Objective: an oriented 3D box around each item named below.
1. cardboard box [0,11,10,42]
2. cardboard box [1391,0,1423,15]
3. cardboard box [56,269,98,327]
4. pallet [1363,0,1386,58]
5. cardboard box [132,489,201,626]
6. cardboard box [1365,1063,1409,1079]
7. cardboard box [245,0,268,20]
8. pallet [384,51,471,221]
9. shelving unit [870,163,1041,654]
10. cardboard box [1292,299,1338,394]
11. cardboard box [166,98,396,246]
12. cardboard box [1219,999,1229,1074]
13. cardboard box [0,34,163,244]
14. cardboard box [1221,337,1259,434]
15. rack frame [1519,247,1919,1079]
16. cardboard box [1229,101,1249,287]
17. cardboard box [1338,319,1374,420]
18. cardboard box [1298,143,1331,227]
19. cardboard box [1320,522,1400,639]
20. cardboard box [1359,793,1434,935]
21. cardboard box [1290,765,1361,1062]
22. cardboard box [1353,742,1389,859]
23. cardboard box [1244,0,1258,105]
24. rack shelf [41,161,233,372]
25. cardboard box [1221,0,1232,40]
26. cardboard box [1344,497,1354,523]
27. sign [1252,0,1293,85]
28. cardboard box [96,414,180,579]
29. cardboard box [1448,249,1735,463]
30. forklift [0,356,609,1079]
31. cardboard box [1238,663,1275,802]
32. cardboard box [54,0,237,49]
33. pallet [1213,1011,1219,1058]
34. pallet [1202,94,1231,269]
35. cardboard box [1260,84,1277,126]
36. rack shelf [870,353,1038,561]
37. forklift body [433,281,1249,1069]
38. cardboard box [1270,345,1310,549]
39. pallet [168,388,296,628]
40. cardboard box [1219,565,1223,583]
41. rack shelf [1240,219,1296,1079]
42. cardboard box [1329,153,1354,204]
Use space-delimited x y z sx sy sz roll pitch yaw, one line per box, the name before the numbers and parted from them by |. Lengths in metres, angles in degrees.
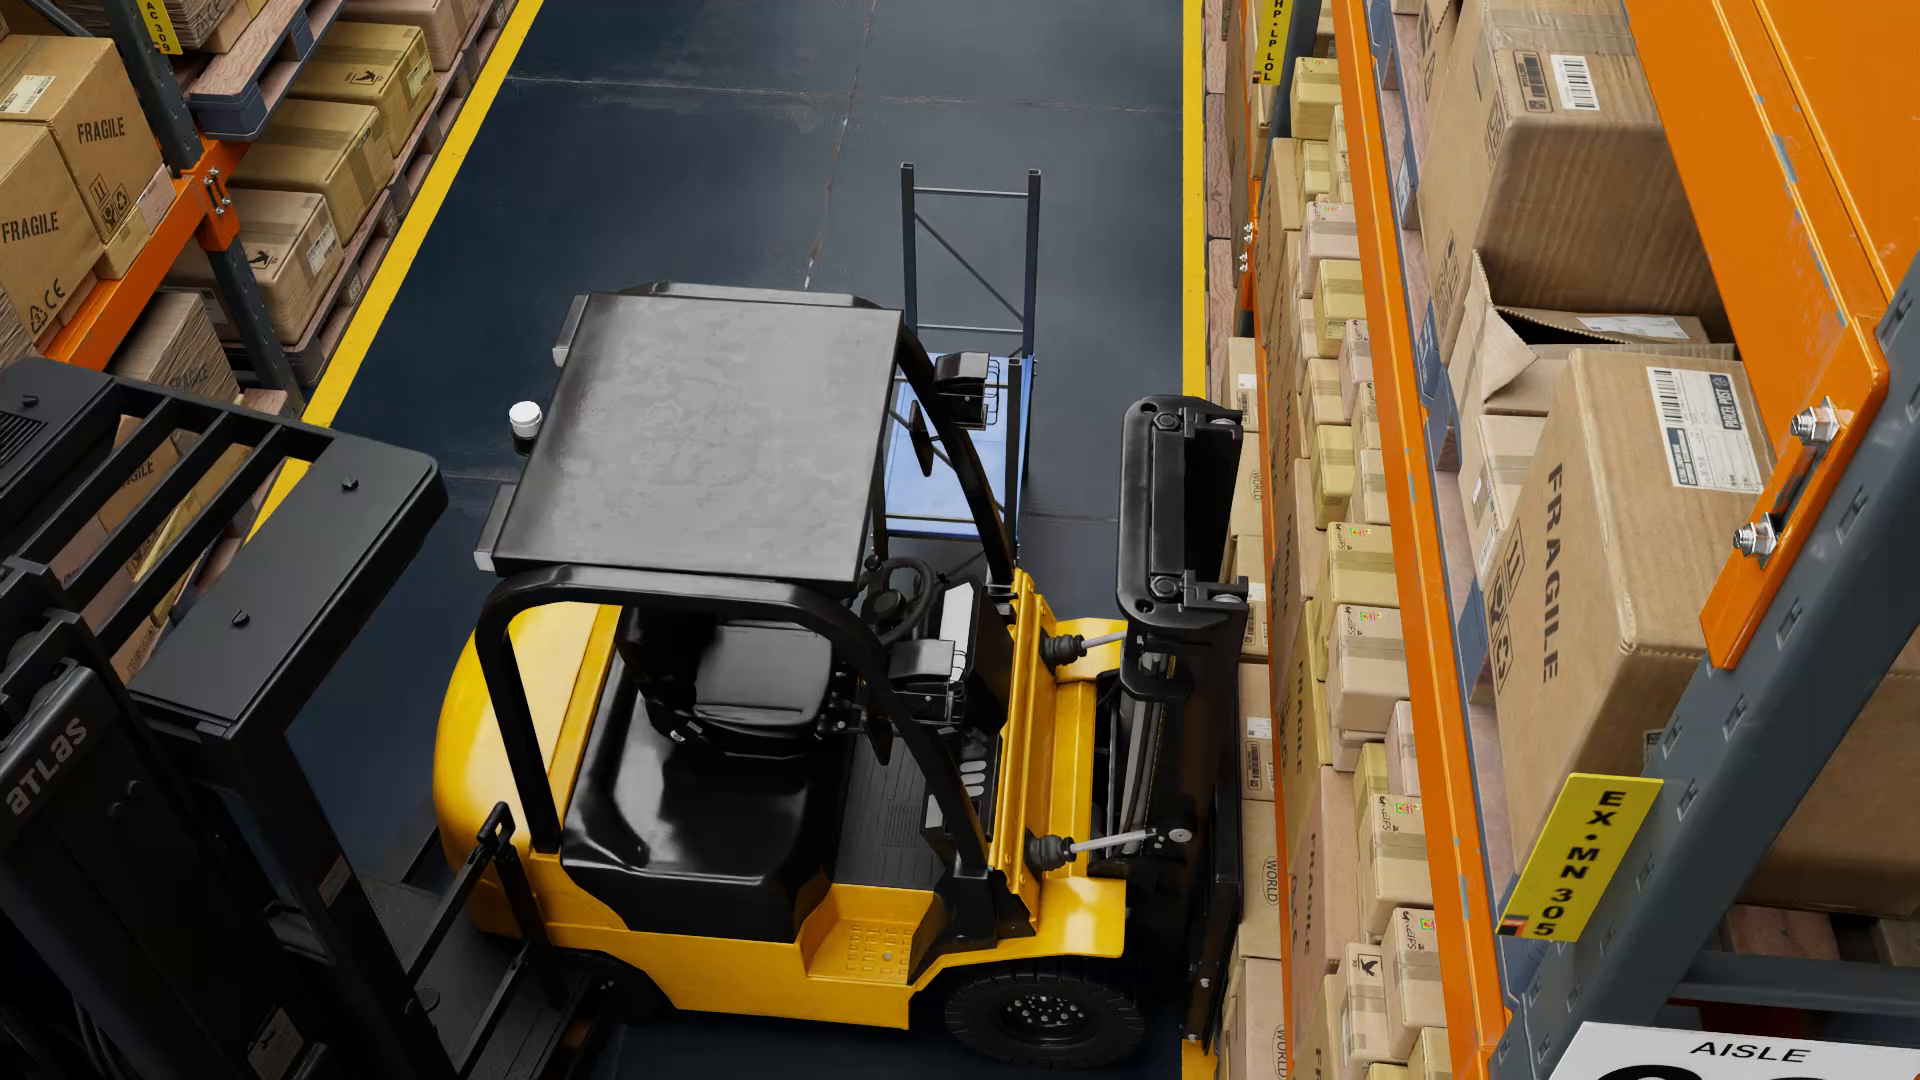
cardboard box | -3.622 -1.750 5.370 0.700 0.500 0.500 3 48 3
cardboard box | 1.139 -1.328 3.638 0.396 0.266 0.258 3 48 3
cardboard box | -3.209 -0.875 5.688 0.380 0.149 0.250 4 48 4
pallet | 1.525 -1.610 4.217 1.003 0.211 1.213 4 48 4
cardboard box | -3.191 0.044 6.256 0.500 0.250 0.500 3 48 2
cardboard box | 0.965 1.157 3.151 0.380 0.149 0.250 5 48 4
cardboard box | -2.970 -2.211 6.626 0.380 0.149 0.250 5 48 4
pallet | -3.188 -2.117 8.543 1.003 0.211 1.213 4 48 4
shelving unit | -0.008 -0.443 6.139 0.538 1.500 1.048 4 48 4
cardboard box | 1.146 -0.539 4.703 0.380 0.149 0.250 3 48 3
cardboard box | -3.259 -1.756 7.819 0.950 0.372 0.625 7 48 6
cardboard box | 1.050 1.372 5.041 0.500 0.250 0.500 4 48 4
cardboard box | -3.159 -1.378 5.708 0.500 0.500 0.500 3 48 3
cardboard box | 1.221 -0.472 6.051 0.500 0.250 0.500 3 48 3
rack frame | 1.213 -0.341 0.964 1.000 3.000 0.127 4 48 4
cardboard box | 1.692 -1.550 7.459 0.875 0.625 0.625 3 48 3
cardboard box | 1.214 -0.442 4.413 0.380 0.149 0.250 4 48 3
cardboard box | 1.264 -1.101 5.217 0.380 0.149 0.250 5 48 4
cardboard box | 1.052 0.109 3.909 0.380 0.149 0.250 5 48 4
cardboard box | 1.024 0.676 3.390 0.380 0.149 0.250 5 48 4
cardboard box | 1.052 0.890 3.835 0.500 0.500 0.500 5 48 5
cardboard box | 1.077 0.600 3.661 0.380 0.149 0.250 4 48 3
cardboard box | 1.403 -1.963 6.614 0.500 0.250 0.500 4 48 3
rack shelf | -3.549 0.126 5.090 1.077 0.370 4.000 4 48 4
cardboard box | 1.871 -3.078 8.857 0.875 0.625 0.625 5 48 5
cardboard box | 1.170 0.036 4.177 0.380 0.149 0.250 4 48 3
sign | 1.036 -1.649 5.494 0.100 0.325 0.005 4 48 4
cardboard box | -3.198 -0.227 5.995 0.500 0.500 0.500 5 48 4
cardboard box | 1.009 -0.274 2.674 0.396 0.266 0.258 4 48 4
forklift | -1.751 0.714 4.111 1.130 2.935 3.031 14 49 12
cardboard box | 1.074 0.654 5.020 0.500 0.250 0.500 3 48 3
cardboard box | -3.038 -2.188 6.164 0.500 0.500 0.500 5 48 4
pallet | 1.354 1.166 5.540 1.003 0.211 1.213 4 48 4
pallet | 1.714 -1.758 8.214 1.003 0.211 1.213 4 48 4
cardboard box | 1.367 -1.752 6.082 0.500 0.250 0.500 3 48 3
rack shelf | -0.008 -0.322 6.272 0.538 0.185 1.000 4 48 4
forklift body | -0.431 0.454 4.877 2.313 2.155 1.214 4 48 4
cardboard box | 1.201 -0.225 4.855 0.500 0.500 0.500 3 48 3
pallet | -3.392 -0.150 6.744 1.003 0.211 1.213 4 48 4
cardboard box | 1.182 0.067 5.896 0.500 0.250 0.500 4 48 3
rack shelf | 1.395 0.457 4.787 1.077 0.370 4.000 4 48 4
cardboard box | 1.304 -1.008 4.930 0.380 0.149 0.250 3 48 3
